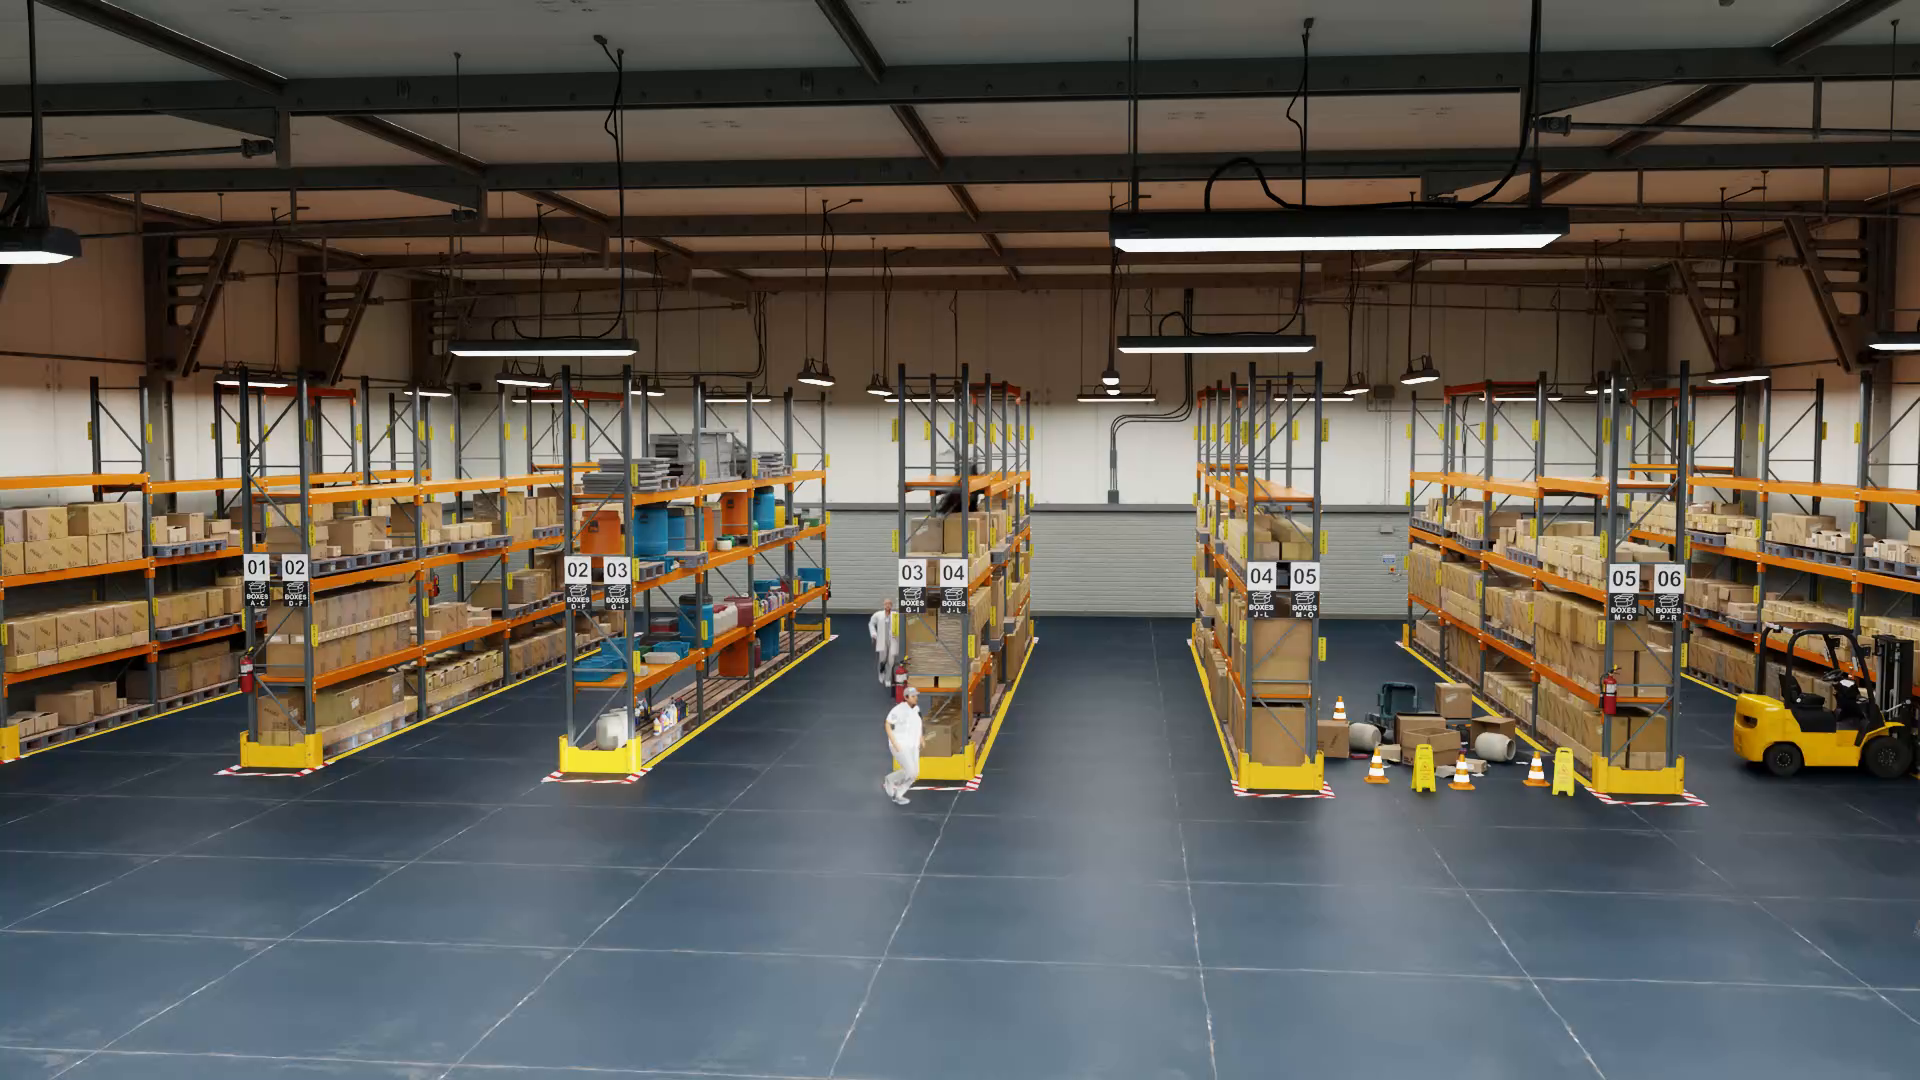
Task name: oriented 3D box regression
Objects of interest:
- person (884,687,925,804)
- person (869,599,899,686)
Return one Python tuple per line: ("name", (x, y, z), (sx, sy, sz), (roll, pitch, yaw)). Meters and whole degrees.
("person", (-0.718, 2.766, 22.463), (0.529, 1.587, 0.579), (3, 5, 36))
("person", (-1.437, 2.028, 32.767), (0.699, 1.735, 0.620), (0, 4, -6))
